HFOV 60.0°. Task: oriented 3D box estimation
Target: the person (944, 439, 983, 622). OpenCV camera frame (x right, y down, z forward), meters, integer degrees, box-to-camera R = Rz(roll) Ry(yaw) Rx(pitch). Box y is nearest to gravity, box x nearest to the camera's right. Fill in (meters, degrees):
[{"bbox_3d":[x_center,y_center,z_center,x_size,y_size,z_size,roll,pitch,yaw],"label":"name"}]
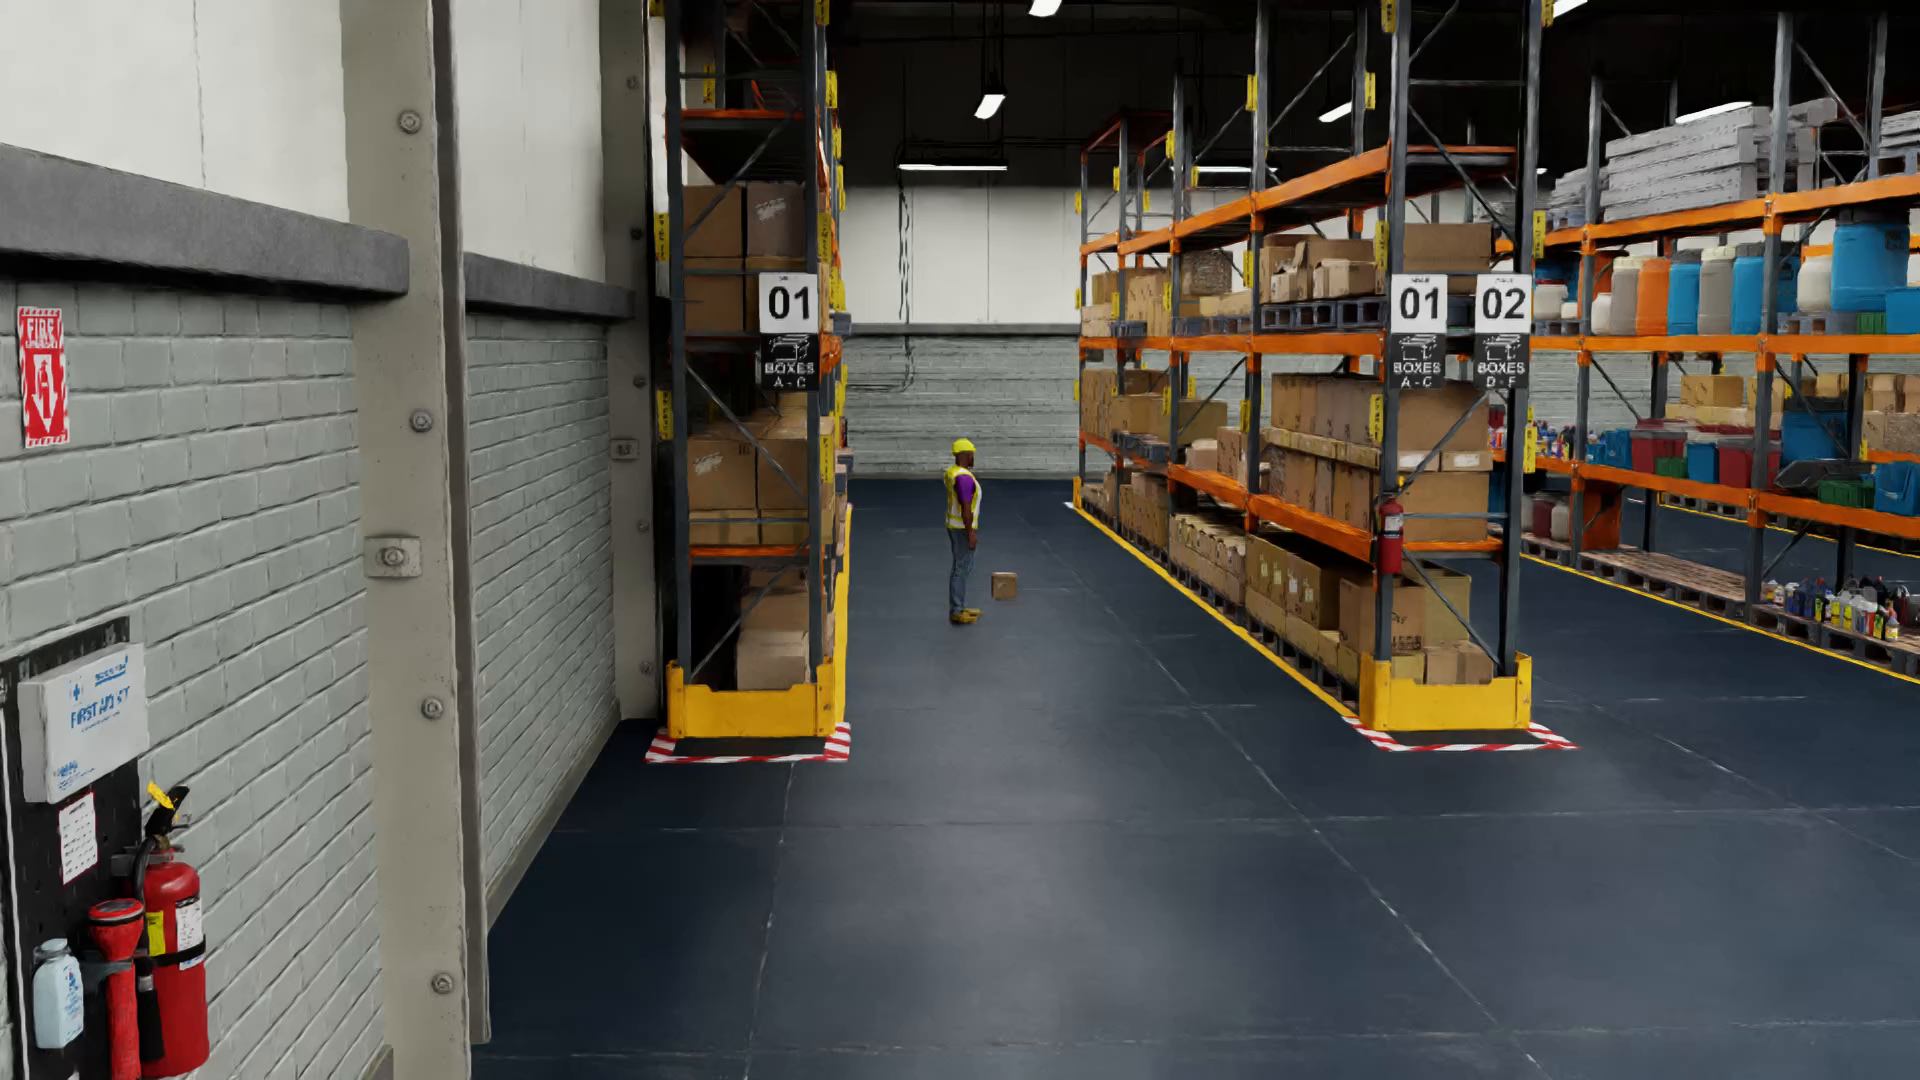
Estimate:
[{"bbox_3d":[0.048,-0.109,16.312,0.386,1.774,0.646,-1,7,-10],"label":"person"}]
